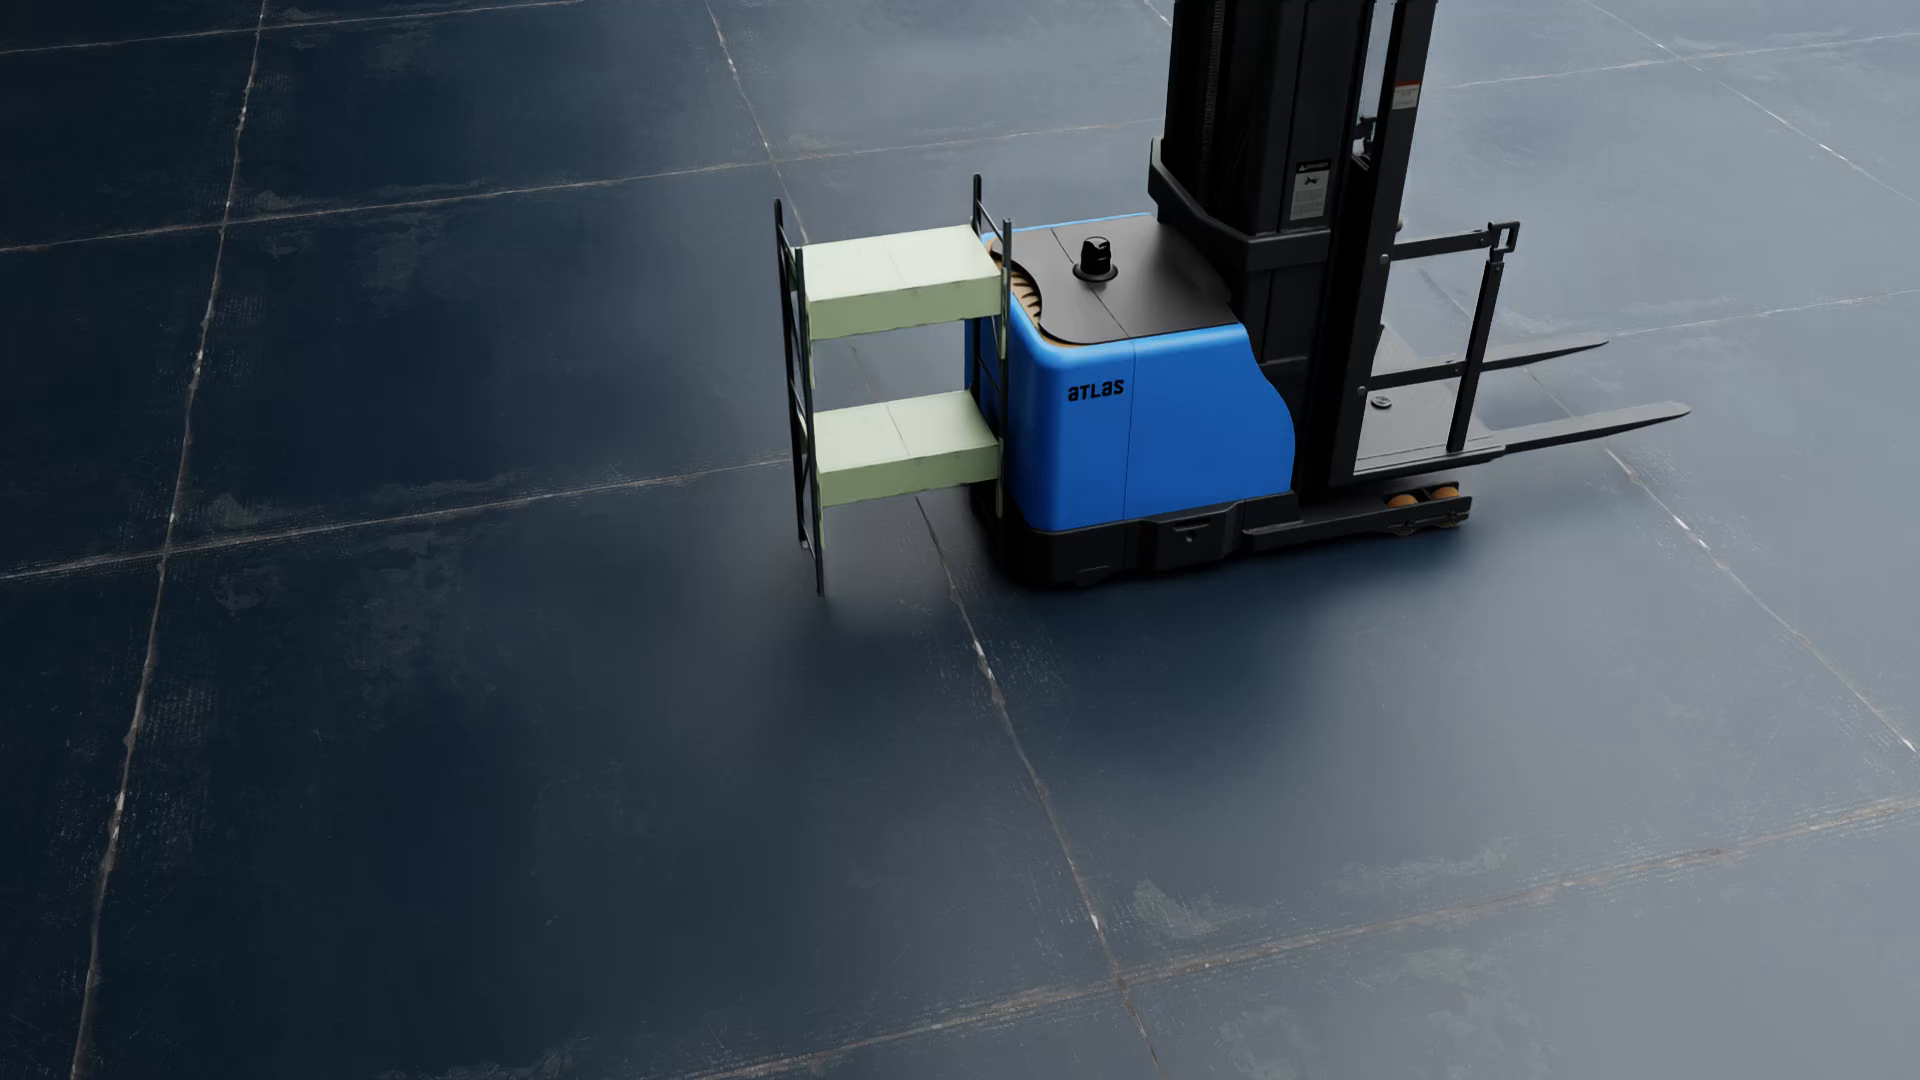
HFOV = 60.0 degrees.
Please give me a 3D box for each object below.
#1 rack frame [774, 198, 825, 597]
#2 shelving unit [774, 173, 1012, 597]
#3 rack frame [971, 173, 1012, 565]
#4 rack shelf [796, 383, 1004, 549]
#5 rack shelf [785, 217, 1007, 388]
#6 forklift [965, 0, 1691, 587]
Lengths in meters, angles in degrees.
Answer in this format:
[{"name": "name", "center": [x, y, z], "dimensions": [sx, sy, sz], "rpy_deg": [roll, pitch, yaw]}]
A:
[{"name": "rack frame", "center": [-0.591, -0.492, 6.159], "dimensions": [0.023, 1.500, 0.400], "rpy_deg": [-10, 39, -13]}, {"name": "shelving unit", "center": [-0.239, -0.553, 6.239], "dimensions": [0.755, 1.500, 0.431], "rpy_deg": [-10, 39, -13]}, {"name": "rack frame", "center": [0.113, -0.614, 6.319], "dimensions": [0.023, 1.500, 0.400], "rpy_deg": [-10, 39, -13]}, {"name": "rack shelf", "center": [-0.239, -0.294, 6.437], "dimensions": [0.720, 0.370, 0.431], "rpy_deg": [-10, 39, -13]}, {"name": "rack shelf", "center": [-0.239, -0.863, 6.002], "dimensions": [0.720, 0.370, 0.431], "rpy_deg": [-10, 39, -13]}, {"name": "forklift", "center": [1.580, -1.481, 6.274], "dimensions": [3.031, 2.935, 1.130], "rpy_deg": [-10, 39, -13]}]
